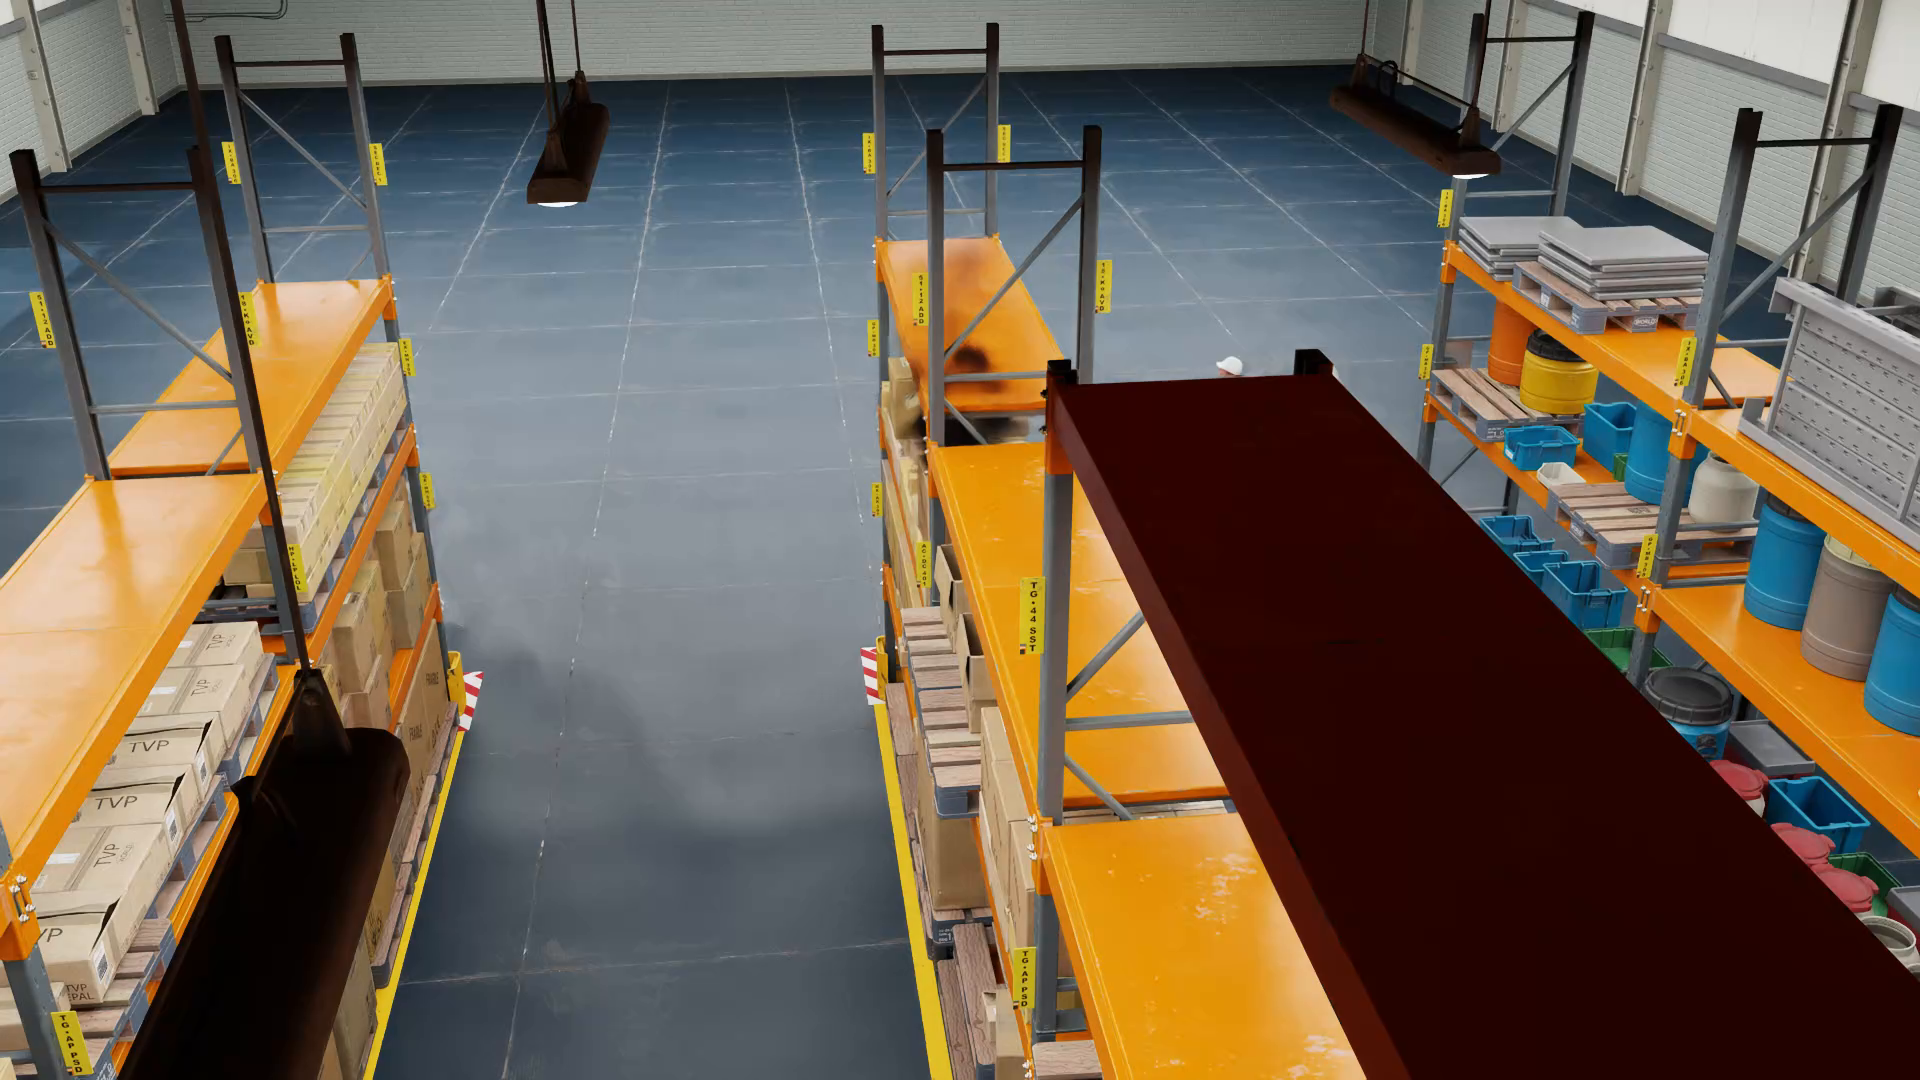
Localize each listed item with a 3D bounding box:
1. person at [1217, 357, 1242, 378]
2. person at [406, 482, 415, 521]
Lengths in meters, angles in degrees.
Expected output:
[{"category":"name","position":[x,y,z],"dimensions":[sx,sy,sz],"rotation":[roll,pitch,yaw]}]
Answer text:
[{"category":"person","position":[3.056,-1.260,19.118],"dimensions":[0.882,1.765,0.660],"rotation":[6,26,13]},{"category":"person","position":[-5.623,-0.028,16.677],"dimensions":[0.740,1.659,0.564],"rotation":[22,33,39]}]
